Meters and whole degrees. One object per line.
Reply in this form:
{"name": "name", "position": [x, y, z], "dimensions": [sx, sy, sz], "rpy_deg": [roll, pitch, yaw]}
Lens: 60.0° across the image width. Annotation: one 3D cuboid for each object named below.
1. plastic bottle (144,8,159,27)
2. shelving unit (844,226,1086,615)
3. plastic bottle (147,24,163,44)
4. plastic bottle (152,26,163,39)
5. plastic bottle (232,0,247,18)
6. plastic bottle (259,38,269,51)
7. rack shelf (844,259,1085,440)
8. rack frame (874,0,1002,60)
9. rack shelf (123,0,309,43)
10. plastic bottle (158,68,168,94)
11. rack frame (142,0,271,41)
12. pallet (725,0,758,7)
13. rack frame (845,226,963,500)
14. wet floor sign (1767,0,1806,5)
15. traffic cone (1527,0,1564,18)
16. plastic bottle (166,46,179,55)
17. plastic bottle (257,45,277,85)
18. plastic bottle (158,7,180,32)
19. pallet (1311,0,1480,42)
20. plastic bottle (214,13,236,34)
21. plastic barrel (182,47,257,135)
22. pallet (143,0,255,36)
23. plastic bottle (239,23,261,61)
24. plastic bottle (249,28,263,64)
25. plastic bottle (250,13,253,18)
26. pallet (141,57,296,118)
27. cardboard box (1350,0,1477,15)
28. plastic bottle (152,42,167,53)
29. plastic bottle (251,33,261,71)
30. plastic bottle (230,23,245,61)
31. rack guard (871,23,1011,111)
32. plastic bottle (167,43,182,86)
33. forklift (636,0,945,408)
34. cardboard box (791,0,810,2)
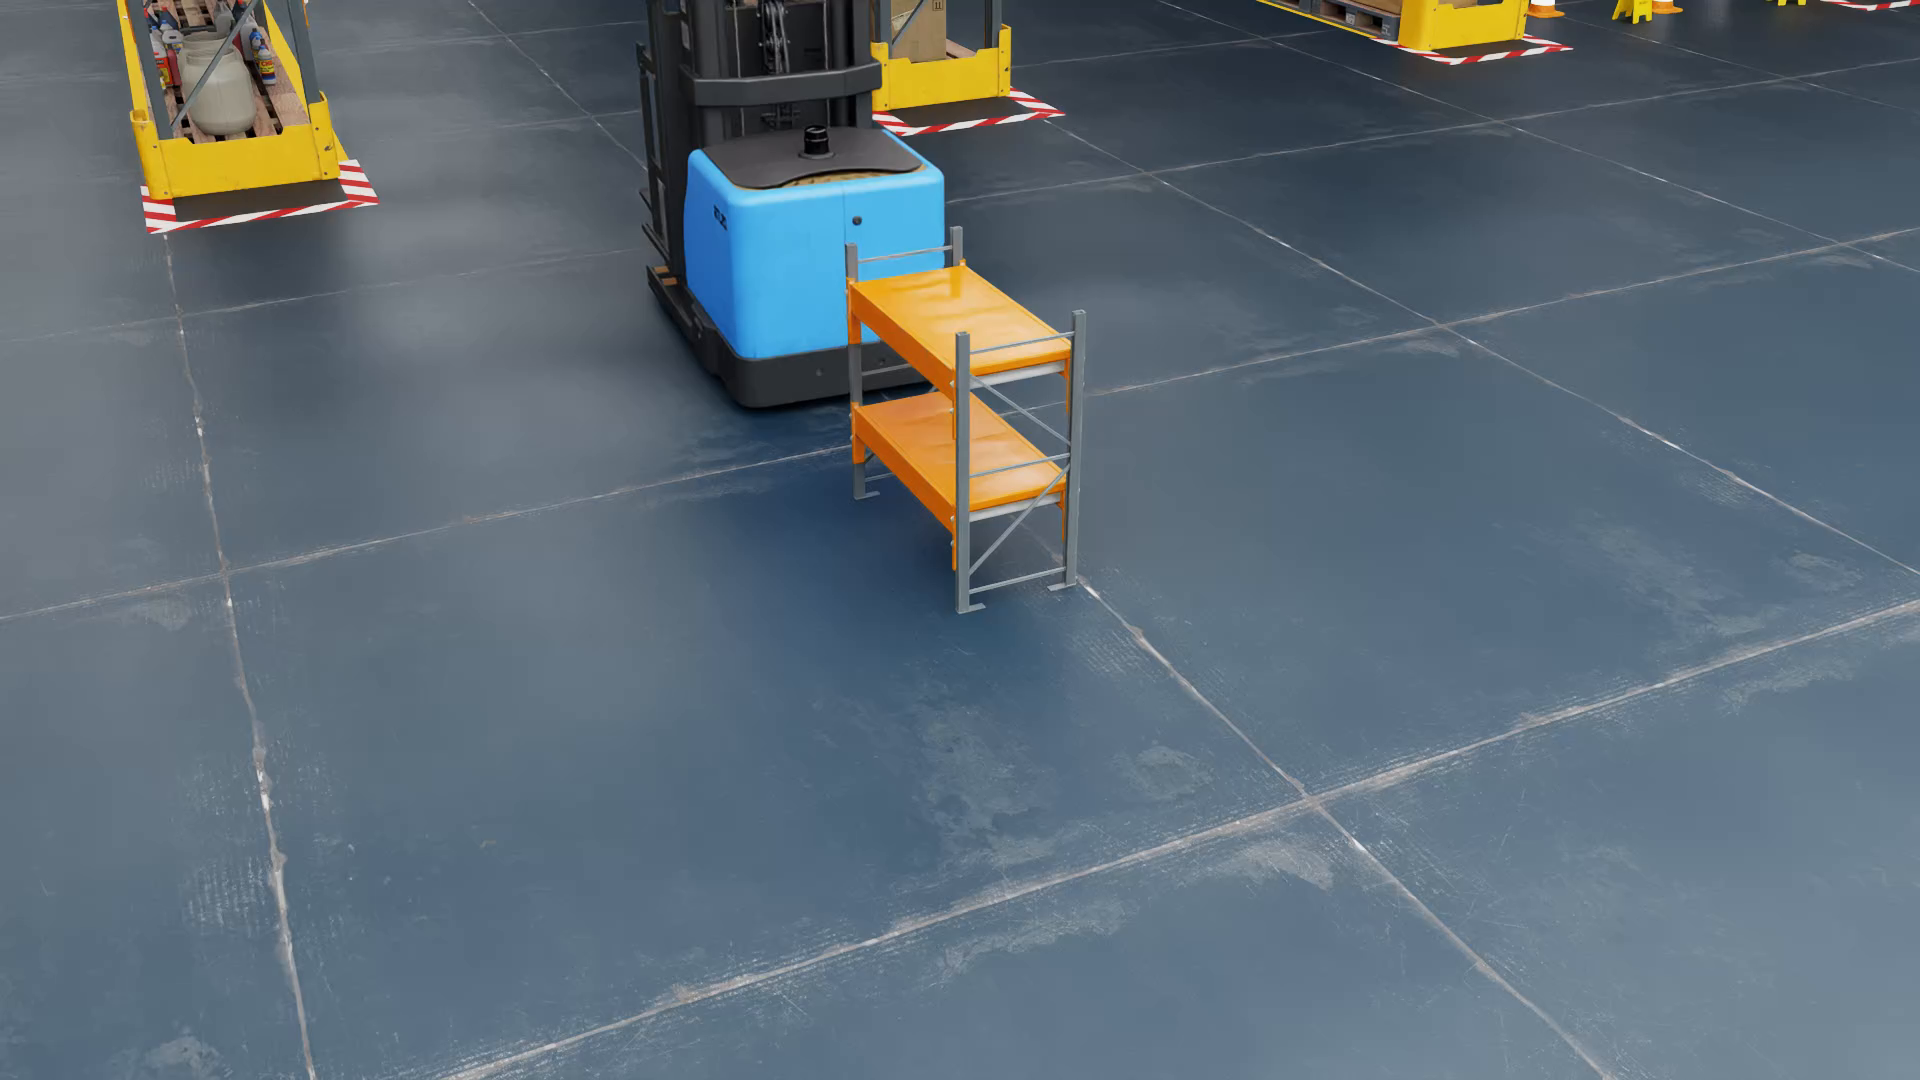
{"name": "plastic bottle", "position": [-6.376, -4.005, 13.084], "dimensions": [0.144, 0.351, 0.185], "rpy_deg": [-12, 32, -21]}
{"name": "shelving unit", "position": [-0.003, -0.494, 6.480], "dimensions": [0.538, 1.125, 1.048], "rpy_deg": [-13, 32, -22]}
{"name": "plastic bottle", "position": [-6.113, -3.734, 12.600], "dimensions": [0.144, 0.351, 0.185], "rpy_deg": [-13, 32, -22]}
{"name": "plastic bottle", "position": [-6.198, -3.830, 12.853], "dimensions": [0.097, 0.271, 0.097], "rpy_deg": [0, 29, 0]}
{"name": "plastic bottle", "position": [-5.811, -4.225, 13.476], "dimensions": [0.144, 0.351, 0.185], "rpy_deg": [-14, 32, -23]}
{"name": "plastic bottle", "position": [-5.208, -3.622, 12.471], "dimensions": [0.061, 0.283, 0.133], "rpy_deg": [-13, 32, -21]}
{"name": "rack shelf", "position": [-0.003, -0.749, 6.337], "dimensions": [0.538, 0.278, 1.000], "rpy_deg": [-13, 32, -22]}
{"name": "rack frame", "position": [-0.157, -4.685, 12.038], "dimensions": [1.000, 3.000, 0.127], "rpy_deg": [-13, 32, -22]}
{"name": "rack shelf", "position": [-5.489, -4.215, 11.935], "dimensions": [1.077, 0.370, 4.000], "rpy_deg": [-13, 32, -22]}
{"name": "plastic bottle", "position": [-5.815, -3.336, 12.043], "dimensions": [0.097, 0.201, 0.097], "rpy_deg": [0, 29, 0]}
{"name": "rack frame", "position": [-6.348, -5.412, 13.335], "dimensions": [1.000, 3.000, 0.127], "rpy_deg": [-13, 32, -22]}
{"name": "pallet", "position": [-1.554, -4.947, 15.356], "dimensions": [1.003, 0.211, 1.213], "rpy_deg": [-13, 32, -22]}
{"name": "rack frame", "position": [-0.221, -0.718, 6.881], "dimensions": [0.500, 1.125, 0.032], "rpy_deg": [-13, 32, -22]}
{"name": "wet floor sign", "position": [7.908, -5.430, 15.775], "dimensions": [0.267, 0.644, 0.232], "rpy_deg": [-3, 29, -5]}
{"name": "traffic cone", "position": [5.420, -5.108, 15.386], "dimensions": [0.336, 0.463, 0.334], "rpy_deg": [-13, 32, -22]}
{"name": "plastic bottle", "position": [-5.943, -3.631, 12.570], "dimensions": [0.097, 0.201, 0.097], "rpy_deg": [0, 29, 0]}
{"name": "plastic bottle", "position": [-5.128, -3.513, 12.288], "dimensions": [0.097, 0.271, 0.097], "rpy_deg": [0, 29, 0]}
{"name": "plastic bottle", "position": [-6.246, -4.035, 13.138], "dimensions": [0.144, 0.351, 0.185], "rpy_deg": [-13, 32, -22]}
{"name": "pallet", "position": [3.952, -4.802, 15.099], "dimensions": [1.003, 0.211, 1.213], "rpy_deg": [-13, 32, -22]}
{"name": "plastic bottle", "position": [-5.852, -4.065, 13.267], "dimensions": [0.152, 0.276, 0.135], "rpy_deg": [-13, 32, -22]}
{"name": "plastic barrel", "position": [-4.982, -3.018, 11.179], "dimensions": [0.421, 0.512, 0.421], "rpy_deg": [0, 29, 0]}
{"name": "pallet", "position": [-6.720, -4.535, 14.621], "dimensions": [1.003, 0.211, 1.213], "rpy_deg": [-13, 32, -22]}
{"name": "plastic bottle", "position": [-5.524, -3.892, 12.959], "dimensions": [0.152, 0.276, 0.135], "rpy_deg": [-12, 32, -21]}
{"name": "plastic bottle", "position": [-5.405, -3.798, 12.797], "dimensions": [0.097, 0.271, 0.097], "rpy_deg": [0, 29, 0]}
{"name": "plastic bottle", "position": [-5.621, -4.047, 13.228], "dimensions": [0.061, 0.283, 0.133], "rpy_deg": [-11, 31, -19]}
{"name": "pallet", "position": [-5.570, -3.351, 12.510], "dimensions": [1.003, 0.211, 1.213], "rpy_deg": [-13, 32, -22]}
{"name": "cardboard box", "position": [4.015, -5.224, 14.742], "dimensions": [0.875, 0.875, 0.875], "rpy_deg": [-13, 32, -22]}
{"name": "plastic bottle", "position": [-5.958, -3.547, 12.343], "dimensions": [0.152, 0.276, 0.135], "rpy_deg": [-14, 32, -23]}
{"name": "plastic bottle", "position": [-5.318, -3.709, 12.637], "dimensions": [0.097, 0.271, 0.097], "rpy_deg": [0, 29, 0]}
{"name": "plastic bottle", "position": [-5.620, -3.873, 12.917], "dimensions": [0.061, 0.283, 0.133], "rpy_deg": [-13, 32, -22]}
{"name": "rack guard", "position": [-0.190, -3.628, 12.710], "dimensions": [1.175, 0.500, 0.348], "rpy_deg": [-13, 32, -22]}
{"name": "plastic bottle", "position": [-5.803, -3.511, 12.272], "dimensions": [0.061, 0.283, 0.133], "rpy_deg": [-13, 32, -22]}
{"name": "forklift", "position": [-1.072, -2.595, 8.381], "dimensions": [1.130, 2.935, 3.031], "rpy_deg": [-11, 31, -19]}
{"name": "cardboard box", "position": [-1.149, -4.851, 14.460], "dimensions": [0.500, 0.500, 0.500], "rpy_deg": [-16, 33, -26]}
